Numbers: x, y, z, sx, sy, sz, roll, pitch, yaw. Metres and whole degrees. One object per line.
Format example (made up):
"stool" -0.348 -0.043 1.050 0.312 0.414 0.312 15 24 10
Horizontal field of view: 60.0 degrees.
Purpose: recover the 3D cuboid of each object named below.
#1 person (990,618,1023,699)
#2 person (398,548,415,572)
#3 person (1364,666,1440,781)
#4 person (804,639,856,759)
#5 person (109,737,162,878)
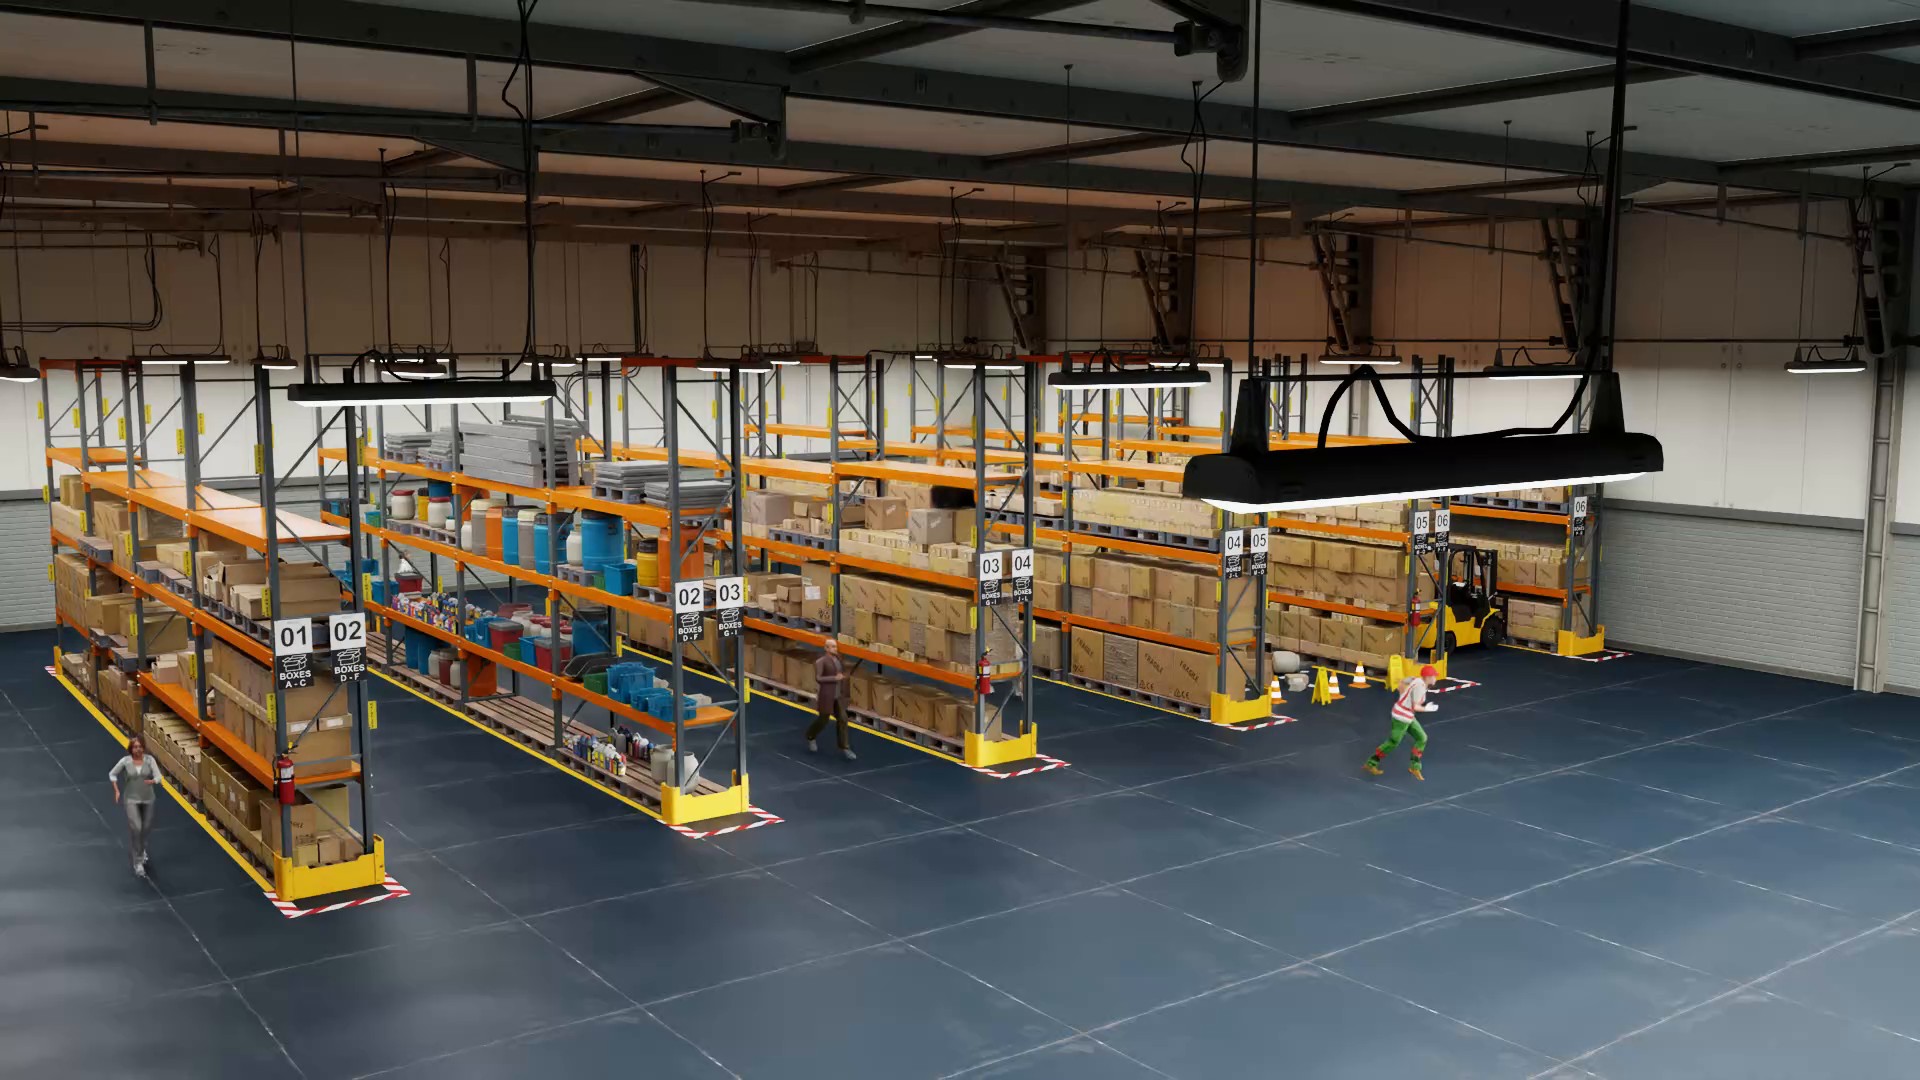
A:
"person" 0.830 1.920 29.440 1.106 1.794 0.738 5 8 35
"person" -12.518 0.986 37.725 0.535 1.648 0.612 -2 7 -17
"person" 6.384 2.647 24.028 1.027 1.722 0.707 2 7 13
"person" -1.996 2.388 25.317 1.009 1.798 0.707 6 9 41
"person" -9.808 3.158 19.854 0.509 1.648 0.728 -6 9 -41
